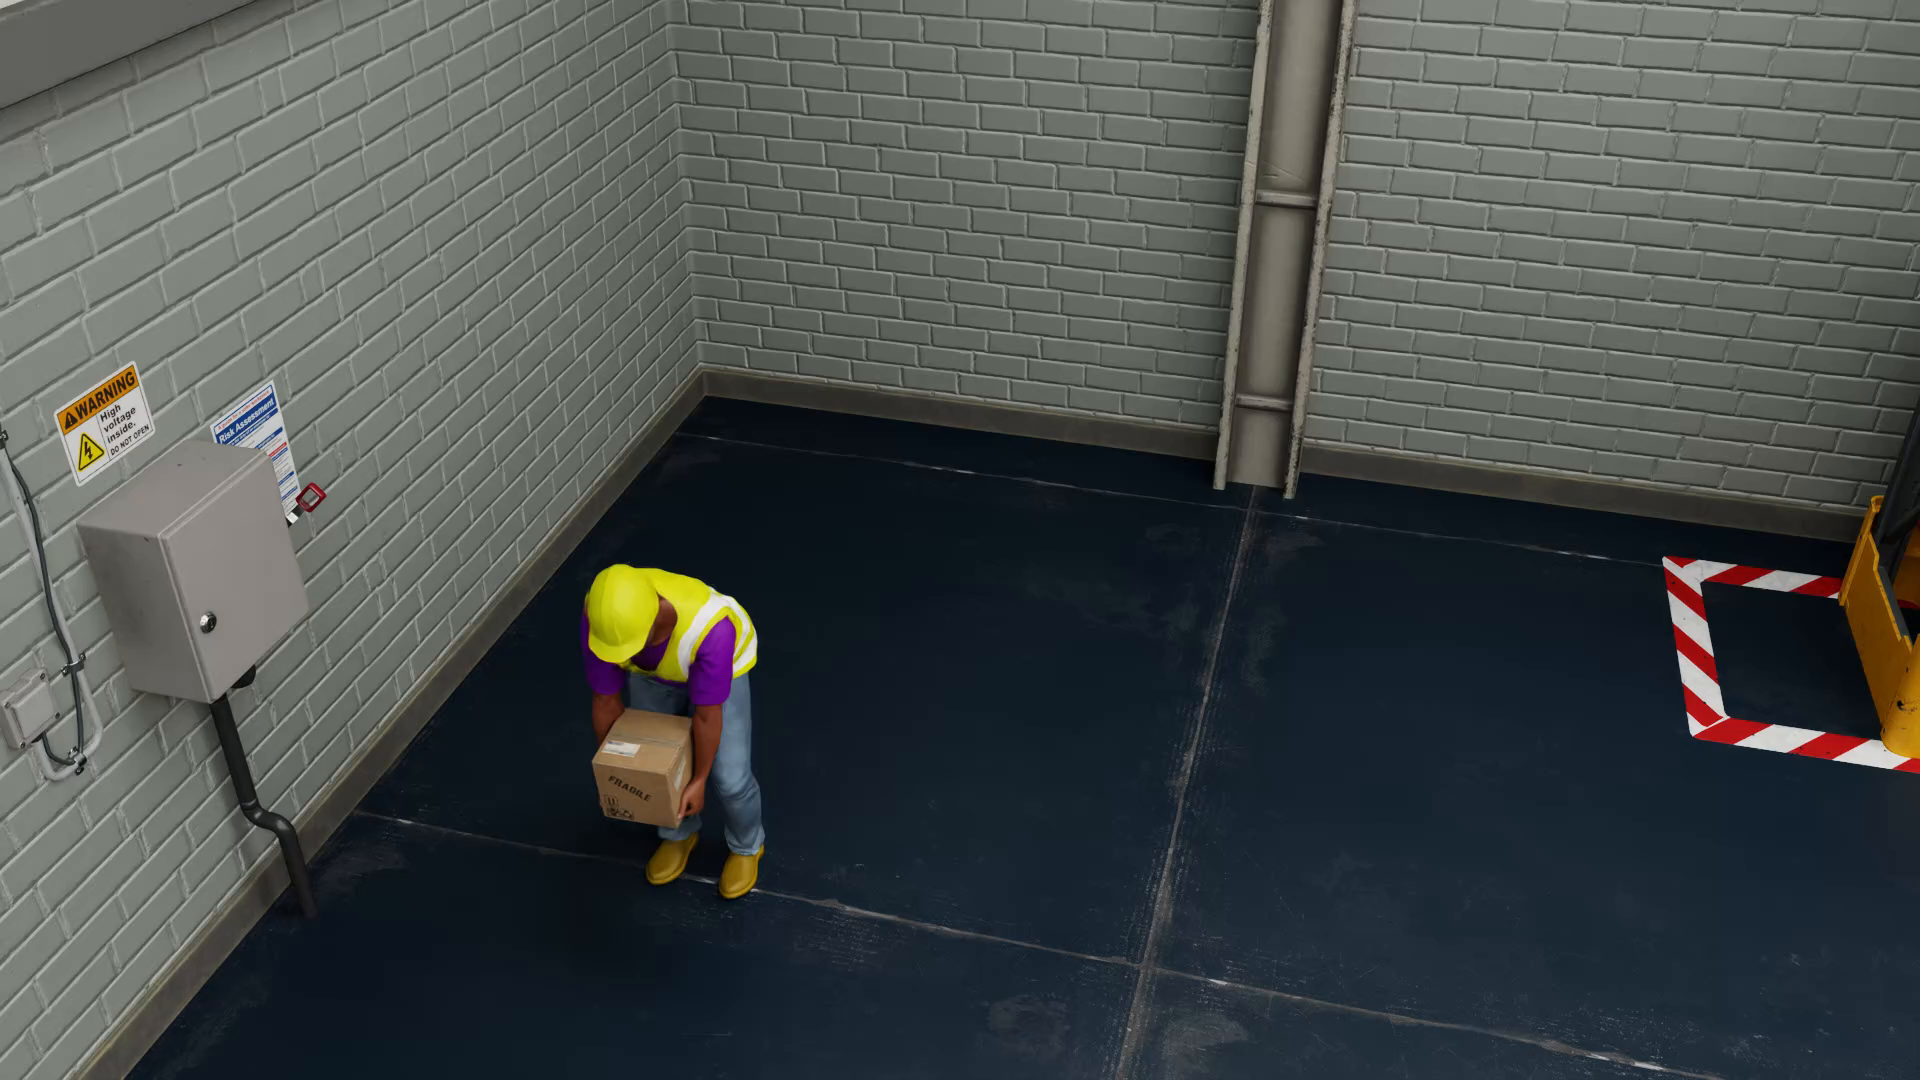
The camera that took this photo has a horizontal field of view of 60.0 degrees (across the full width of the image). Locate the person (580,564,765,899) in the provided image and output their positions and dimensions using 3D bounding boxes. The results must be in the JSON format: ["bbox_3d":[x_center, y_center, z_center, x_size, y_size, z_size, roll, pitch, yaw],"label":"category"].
[{"bbox_3d":[-0.923,0.600,5.389,0.488,1.538,0.797,7,33,11],"label":"person"}]
